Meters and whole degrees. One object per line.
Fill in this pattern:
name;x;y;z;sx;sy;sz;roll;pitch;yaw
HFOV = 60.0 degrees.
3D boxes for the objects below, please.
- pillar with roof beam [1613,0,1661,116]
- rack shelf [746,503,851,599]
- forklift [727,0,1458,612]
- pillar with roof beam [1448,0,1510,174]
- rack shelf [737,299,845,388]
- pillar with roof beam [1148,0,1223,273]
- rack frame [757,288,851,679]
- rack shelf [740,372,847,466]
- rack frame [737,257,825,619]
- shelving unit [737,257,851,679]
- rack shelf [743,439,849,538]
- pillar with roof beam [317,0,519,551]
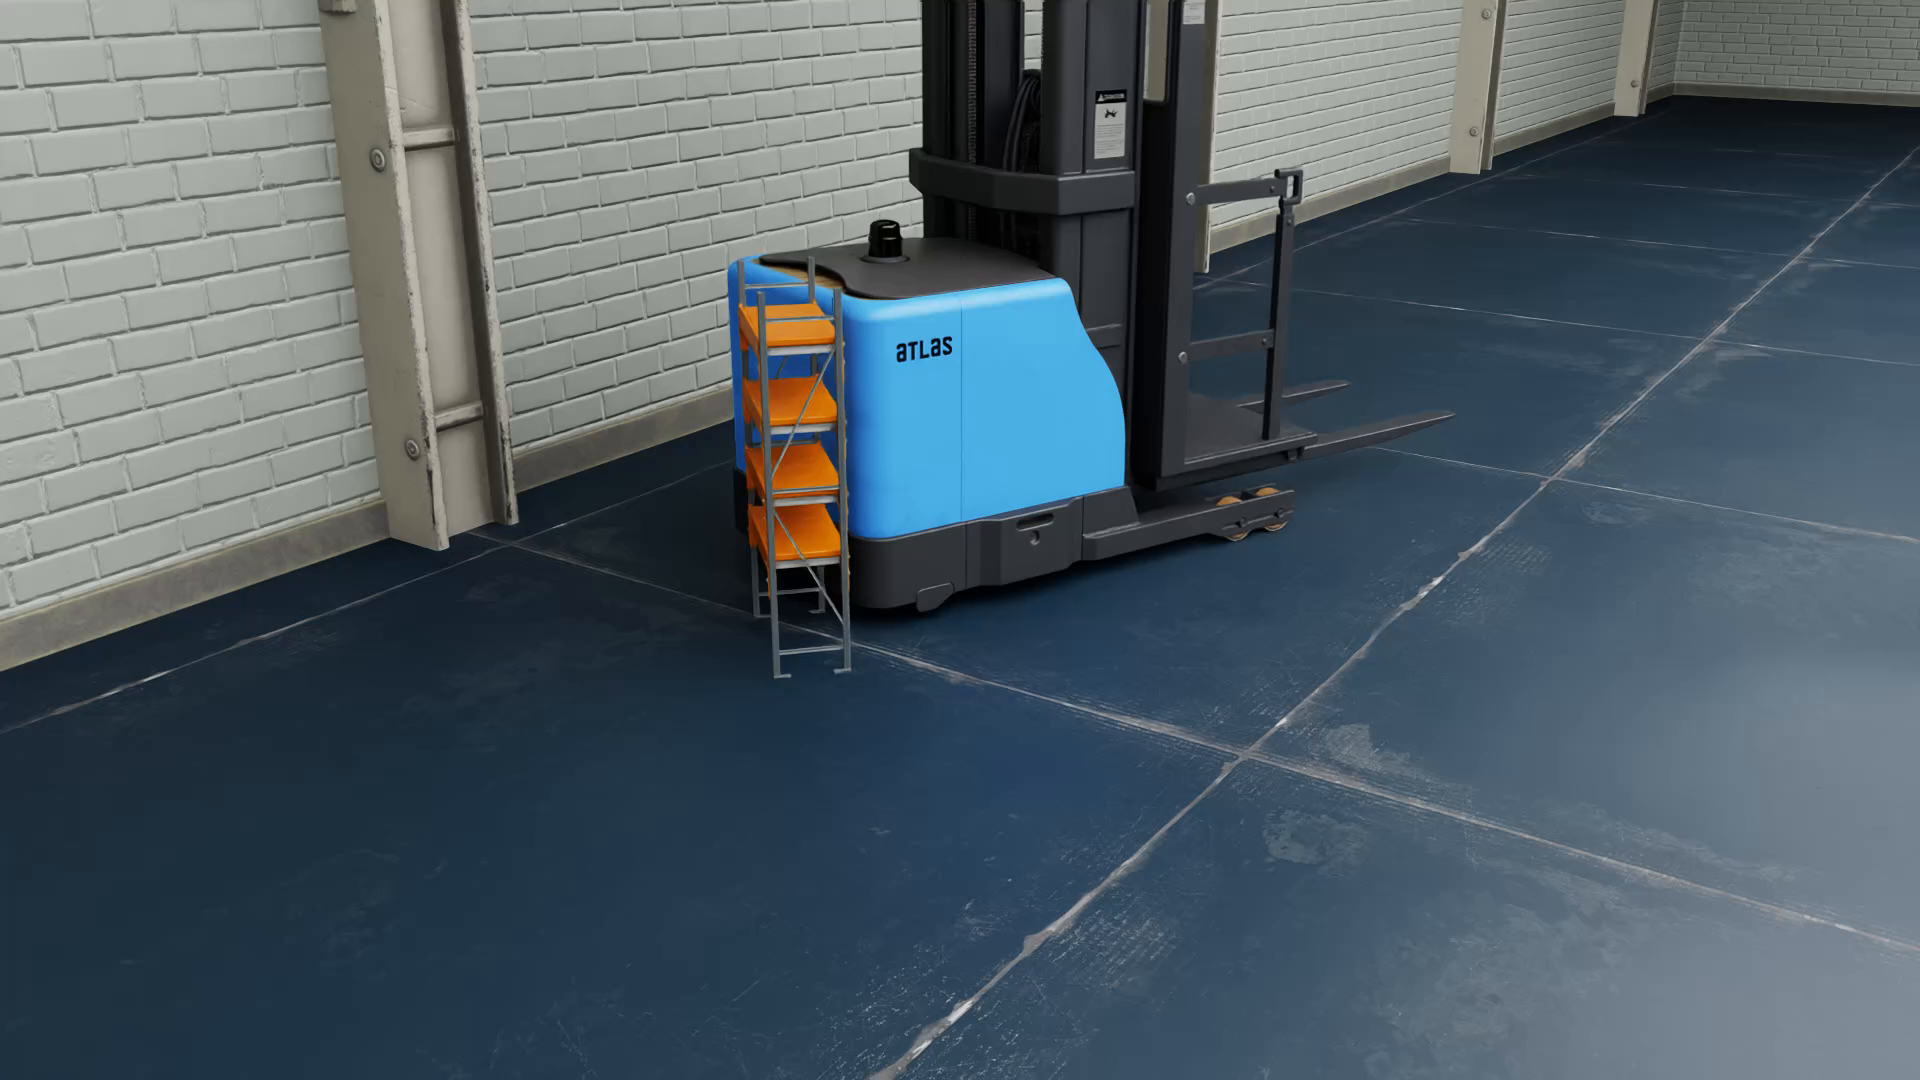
pillar with roof beam;11.733;-8.591;16.518;9.100;9.000;0.400;13;24;32
rack shelf;-0.515;0.020;5.248;0.258;0.148;0.480;-5;21;-13
forklift;0.675;-1.509;6.120;3.031;2.935;1.130;-13;24;-31
pillar with roof beam;8.360;-6.869;11.864;9.100;9.000;0.400;13;24;32
rack shelf;-0.515;-0.598;5.020;0.258;0.148;0.480;-5;21;-13
pillar with roof beam;4.987;-5.148;7.210;9.100;9.000;0.400;13;24;32
rack frame;-0.457;-0.147;4.934;0.240;1.200;0.015;-5;21;-13
rack shelf;-0.515;-0.376;5.102;0.258;0.148;0.480;-5;21;-13
rack frame;-0.573;-0.312;5.379;0.240;1.200;0.015;-5;21;-13
shelving unit;-0.515;-0.230;5.156;0.258;1.200;0.503;-5;21;-13
rack shelf;-0.515;-0.167;5.180;0.258;0.148;0.480;-5;21;-13
pillar with roof beam;1.614;-3.426;2.556;9.100;9.000;0.400;13;24;32
